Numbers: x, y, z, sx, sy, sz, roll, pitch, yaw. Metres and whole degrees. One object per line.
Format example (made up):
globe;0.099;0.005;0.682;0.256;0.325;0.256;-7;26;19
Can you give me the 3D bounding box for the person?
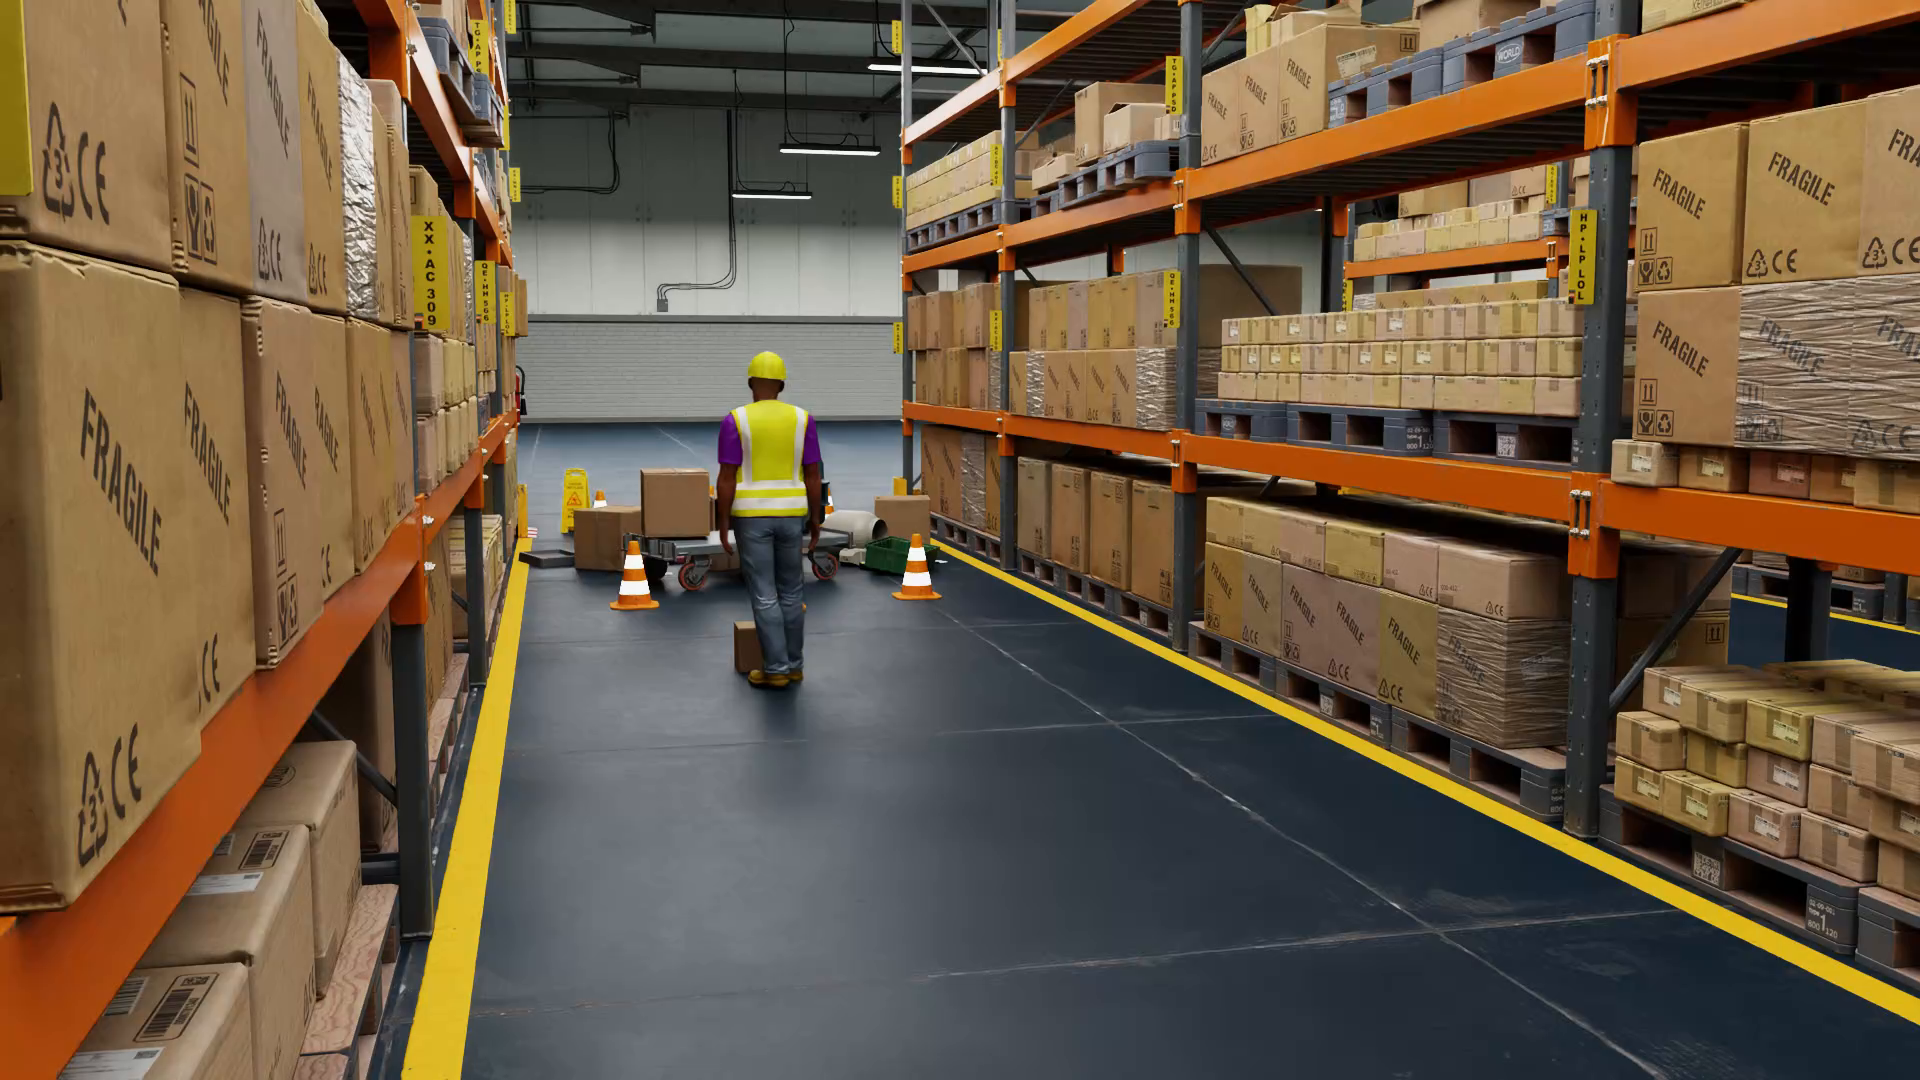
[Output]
person;-1.039;-0.114;8.855;0.570;1.772;0.509;-3;7;-24
